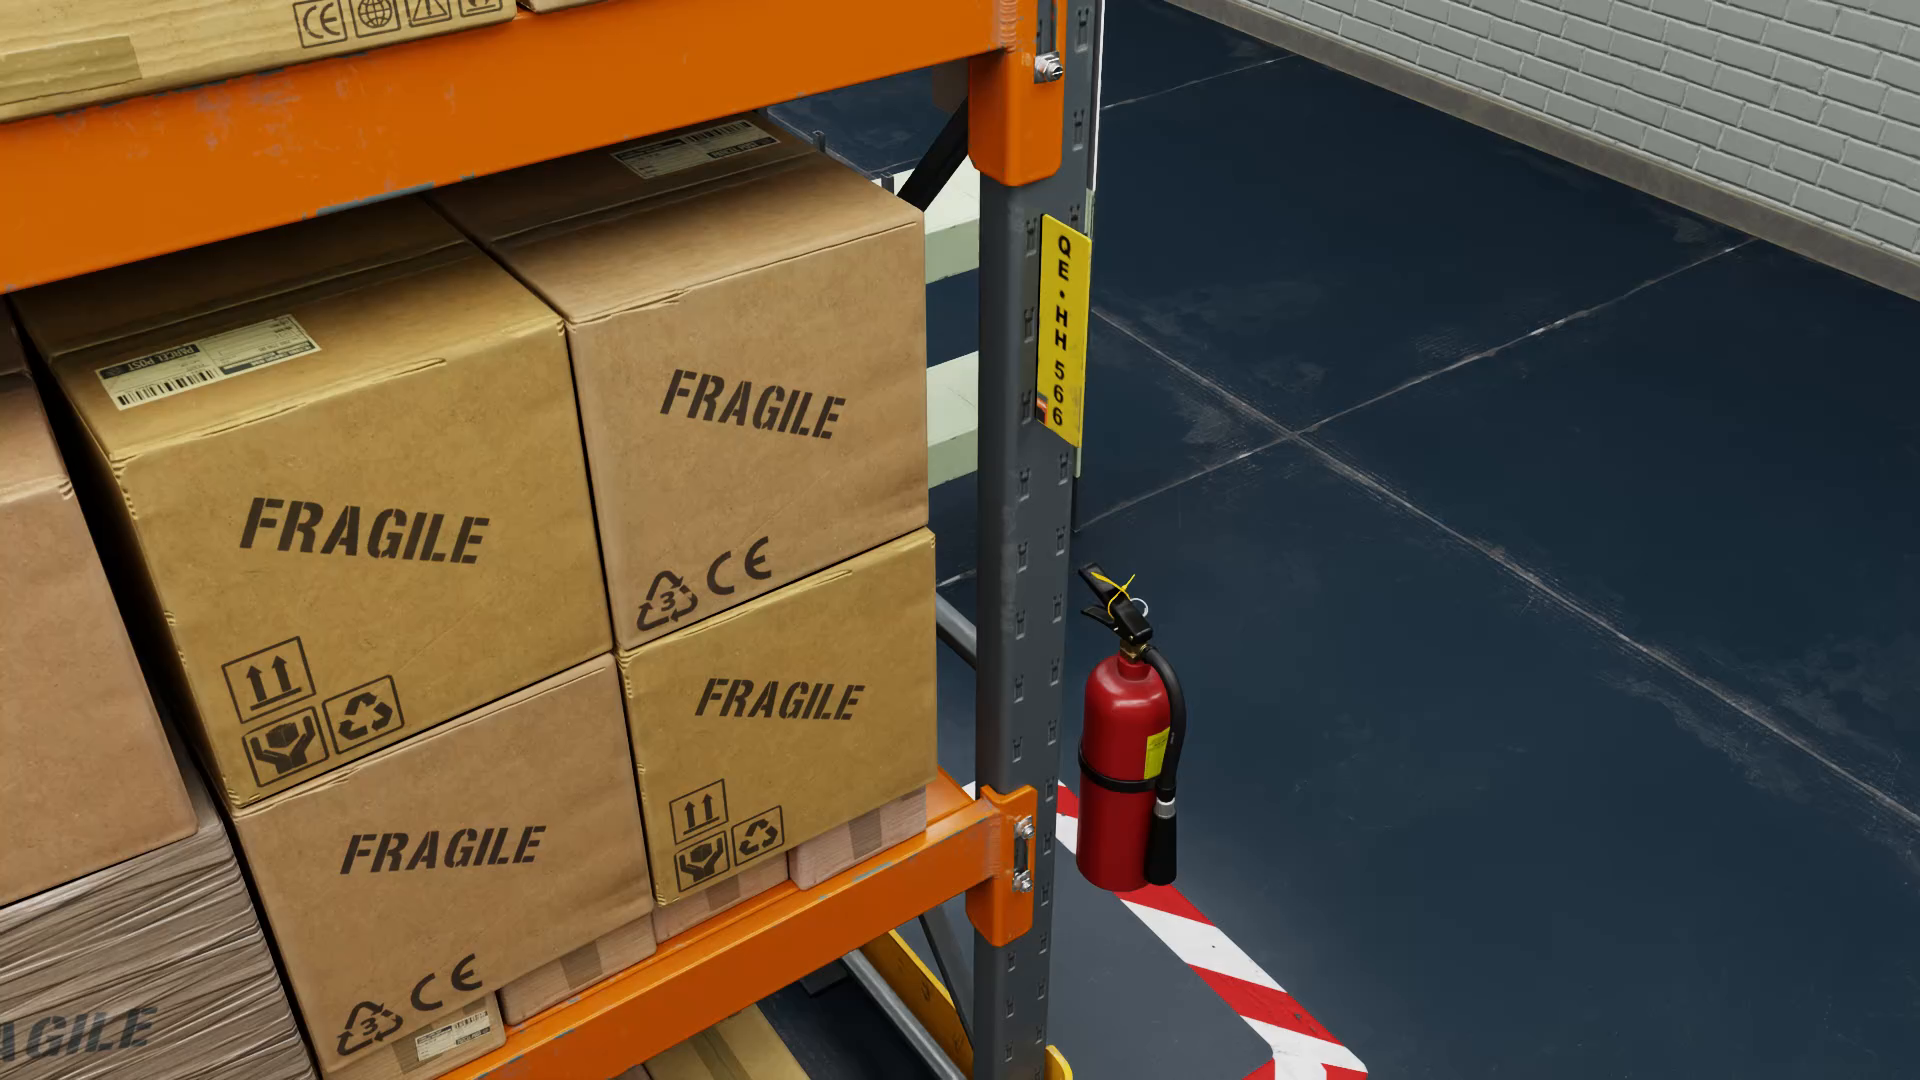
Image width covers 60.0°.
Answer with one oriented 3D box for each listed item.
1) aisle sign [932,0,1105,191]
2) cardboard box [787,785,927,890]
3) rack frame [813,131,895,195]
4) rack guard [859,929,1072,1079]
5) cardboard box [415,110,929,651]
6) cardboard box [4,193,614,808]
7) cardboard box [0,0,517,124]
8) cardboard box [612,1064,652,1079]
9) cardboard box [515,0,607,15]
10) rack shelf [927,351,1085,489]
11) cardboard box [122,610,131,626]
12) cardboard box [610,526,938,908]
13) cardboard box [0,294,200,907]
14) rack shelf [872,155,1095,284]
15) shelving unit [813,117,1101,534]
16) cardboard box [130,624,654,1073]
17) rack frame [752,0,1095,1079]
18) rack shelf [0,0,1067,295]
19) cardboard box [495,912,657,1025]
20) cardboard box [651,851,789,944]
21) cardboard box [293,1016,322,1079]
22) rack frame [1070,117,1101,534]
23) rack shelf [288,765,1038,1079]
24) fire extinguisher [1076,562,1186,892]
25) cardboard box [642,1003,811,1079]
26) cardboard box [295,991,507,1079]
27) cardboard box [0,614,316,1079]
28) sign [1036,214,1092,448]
[{"bbox_3d":[0.072,-0.896,2.201,0.004,0.787,0.394,-22,41,-28],"label":"aisle sign"},{"bbox_3d":[-0.264,0.387,2.858,0.250,0.149,0.380,-22,41,-28],"label":"cardboard box"},{"bbox_3d":[-0.305,-0.484,5.138,0.023,1.500,0.400,-22,41,-28],"label":"rack frame"},{"bbox_3d":[-0.223,1.081,3.819,0.348,0.500,1.175,-22,41,-28],"label":"rack guard"},{"bbox_3d":[-0.391,-0.254,2.338,0.500,0.500,0.500,-23,42,-29],"label":"cardboard box"},{"bbox_3d":[-0.805,-0.084,2.101,0.500,0.500,0.500,-24,42,-29],"label":"cardboard box"},{"bbox_3d":[-0.793,-0.662,1.661,0.500,0.250,0.500,-22,41,-28],"label":"cardboard box"},{"bbox_3d":[-0.686,1.142,3.166,0.250,0.149,0.380,-22,41,-27],"label":"cardboard box"},{"bbox_3d":[-0.380,-0.837,1.905,0.500,0.250,0.500,-23,42,-29],"label":"cardboard box"},{"bbox_3d":[-0.005,-0.342,5.499,0.720,0.370,0.431,-22,41,-28],"label":"rack shelf"},{"bbox_3d":[-1.109,0.090,2.715,0.500,0.500,0.500,-22,41,-28],"label":"cardboard box"},{"bbox_3d":[-0.380,0.153,2.628,0.500,0.500,0.500,-21,41,-27],"label":"cardboard box"},{"bbox_3d":[-1.225,0.095,1.852,0.500,0.500,0.500,-20,40,-26],"label":"cardboard box"},{"bbox_3d":[-0.005,-0.923,5.081,0.720,0.370,0.431,-22,41,-28],"label":"rack shelf"},{"bbox_3d":[-0.005,-0.607,5.309,0.755,1.500,0.431,-22,41,-28],"label":"shelving unit"},{"bbox_3d":[-0.804,0.324,2.391,0.500,0.500,0.500,-23,42,-29],"label":"cardboard box"},{"bbox_3d":[-0.161,0.040,3.125,0.127,3.000,1.000,-22,41,-28],"label":"rack frame"},{"bbox_3d":[-1.795,-0.213,1.524,4.000,0.370,1.077,-22,41,-28],"label":"rack shelf"},{"bbox_3d":[-0.685,0.544,2.640,0.250,0.149,0.380,-23,42,-28],"label":"cardboard box"},{"bbox_3d":[-0.489,0.453,2.767,0.250,0.149,0.380,-22,41,-28],"label":"cardboard box"},{"bbox_3d":[-1.113,0.716,2.401,0.250,0.149,0.380,-24,42,-30],"label":"cardboard box"},{"bbox_3d":[0.294,-0.730,5.480,0.023,1.500,0.400,-22,41,-28],"label":"rack frame"},{"bbox_3d":[-1.795,1.005,2.400,4.000,0.370,1.077,-22,41,-28],"label":"rack shelf"},{"bbox_3d":[0.311,0.359,3.068,0.183,0.674,0.296,-22,41,-28],"label":"fire extinguisher"},{"bbox_3d":[-0.447,1.085,3.245,0.250,0.149,0.380,-22,41,-27],"label":"cardboard box"},{"bbox_3d":[-0.881,0.641,2.505,0.250,0.149,0.380,-21,41,-27],"label":"cardboard box"},{"bbox_3d":[-1.212,0.499,2.147,0.500,0.500,0.500,-22,41,-28],"label":"cardboard box"},{"bbox_3d":[0.143,-0.286,2.317,0.005,0.325,0.100,-22,41,-28],"label":"sign"}]
